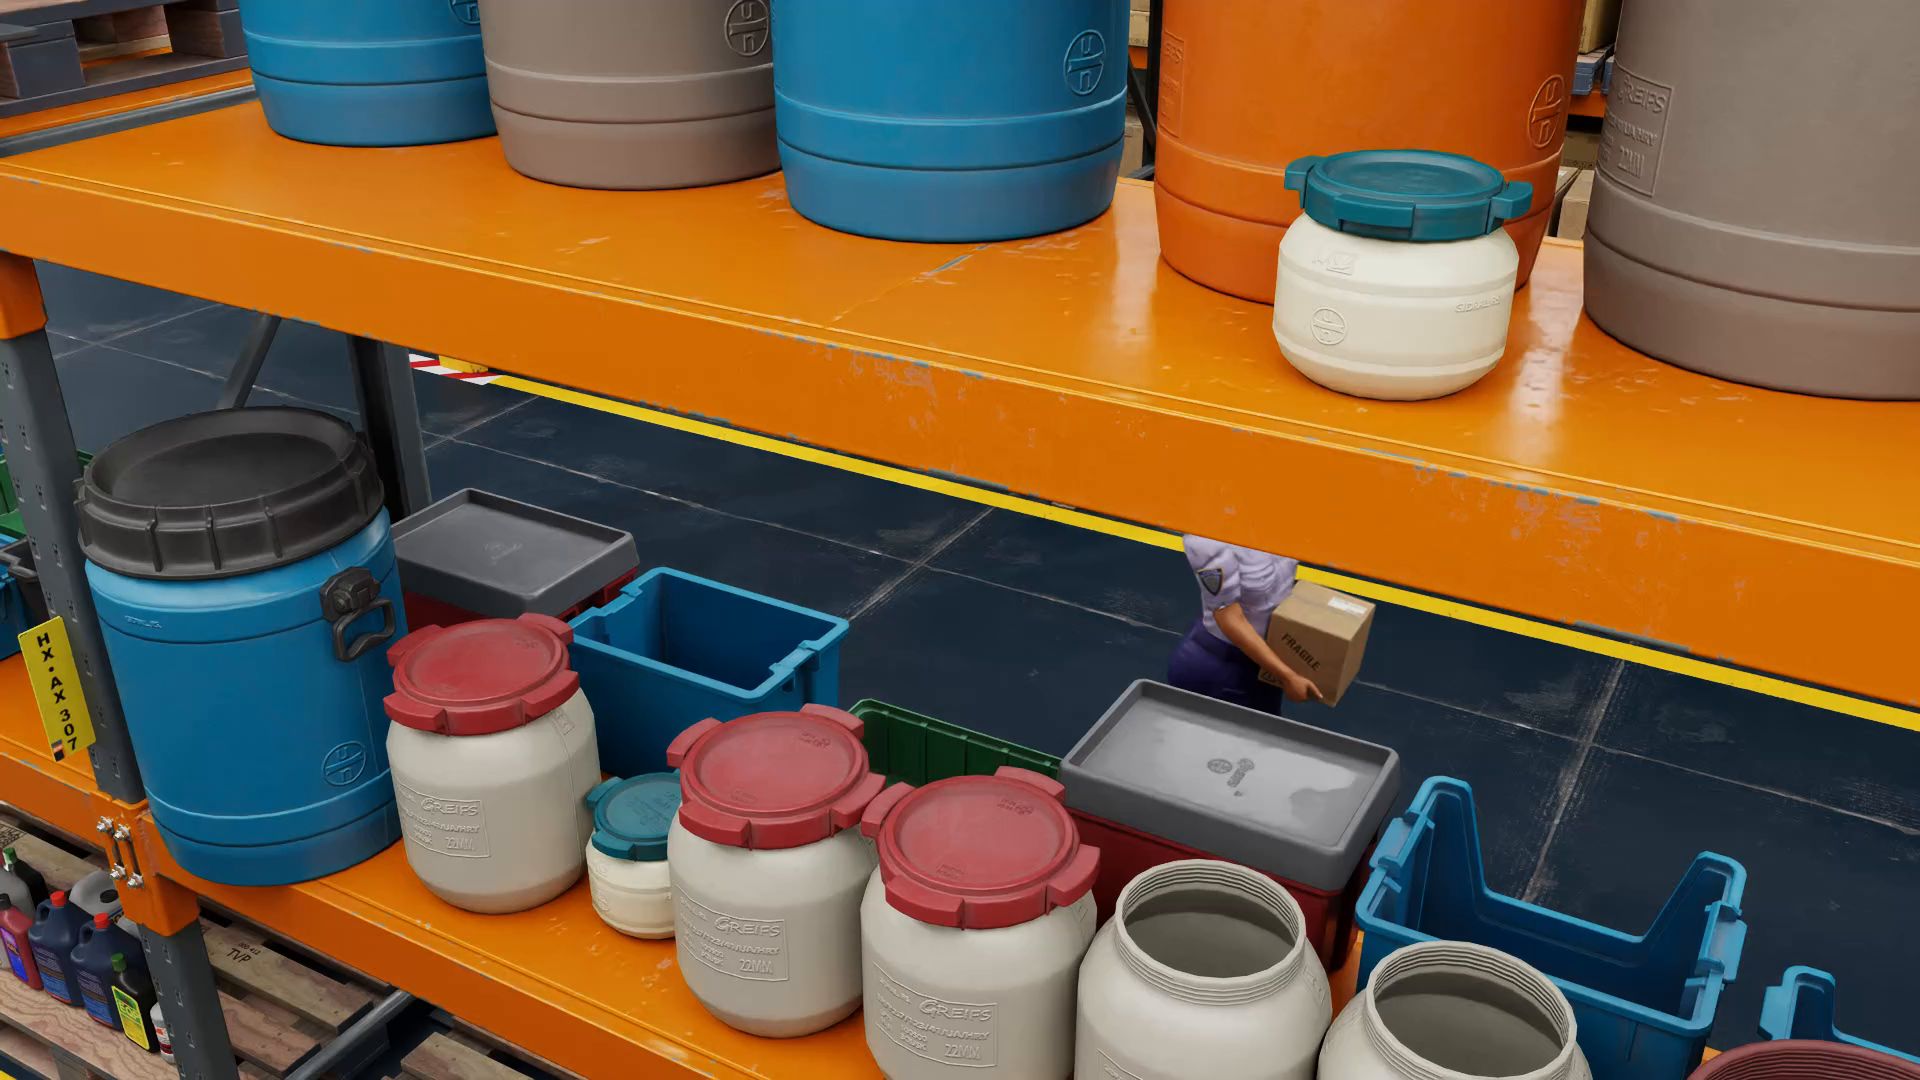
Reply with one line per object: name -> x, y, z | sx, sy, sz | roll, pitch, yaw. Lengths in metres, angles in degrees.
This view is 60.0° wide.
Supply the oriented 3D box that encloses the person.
person -> 0.944, 0.428, 5.294 | 0.517, 1.634, 0.452 | 14, 30, 26
